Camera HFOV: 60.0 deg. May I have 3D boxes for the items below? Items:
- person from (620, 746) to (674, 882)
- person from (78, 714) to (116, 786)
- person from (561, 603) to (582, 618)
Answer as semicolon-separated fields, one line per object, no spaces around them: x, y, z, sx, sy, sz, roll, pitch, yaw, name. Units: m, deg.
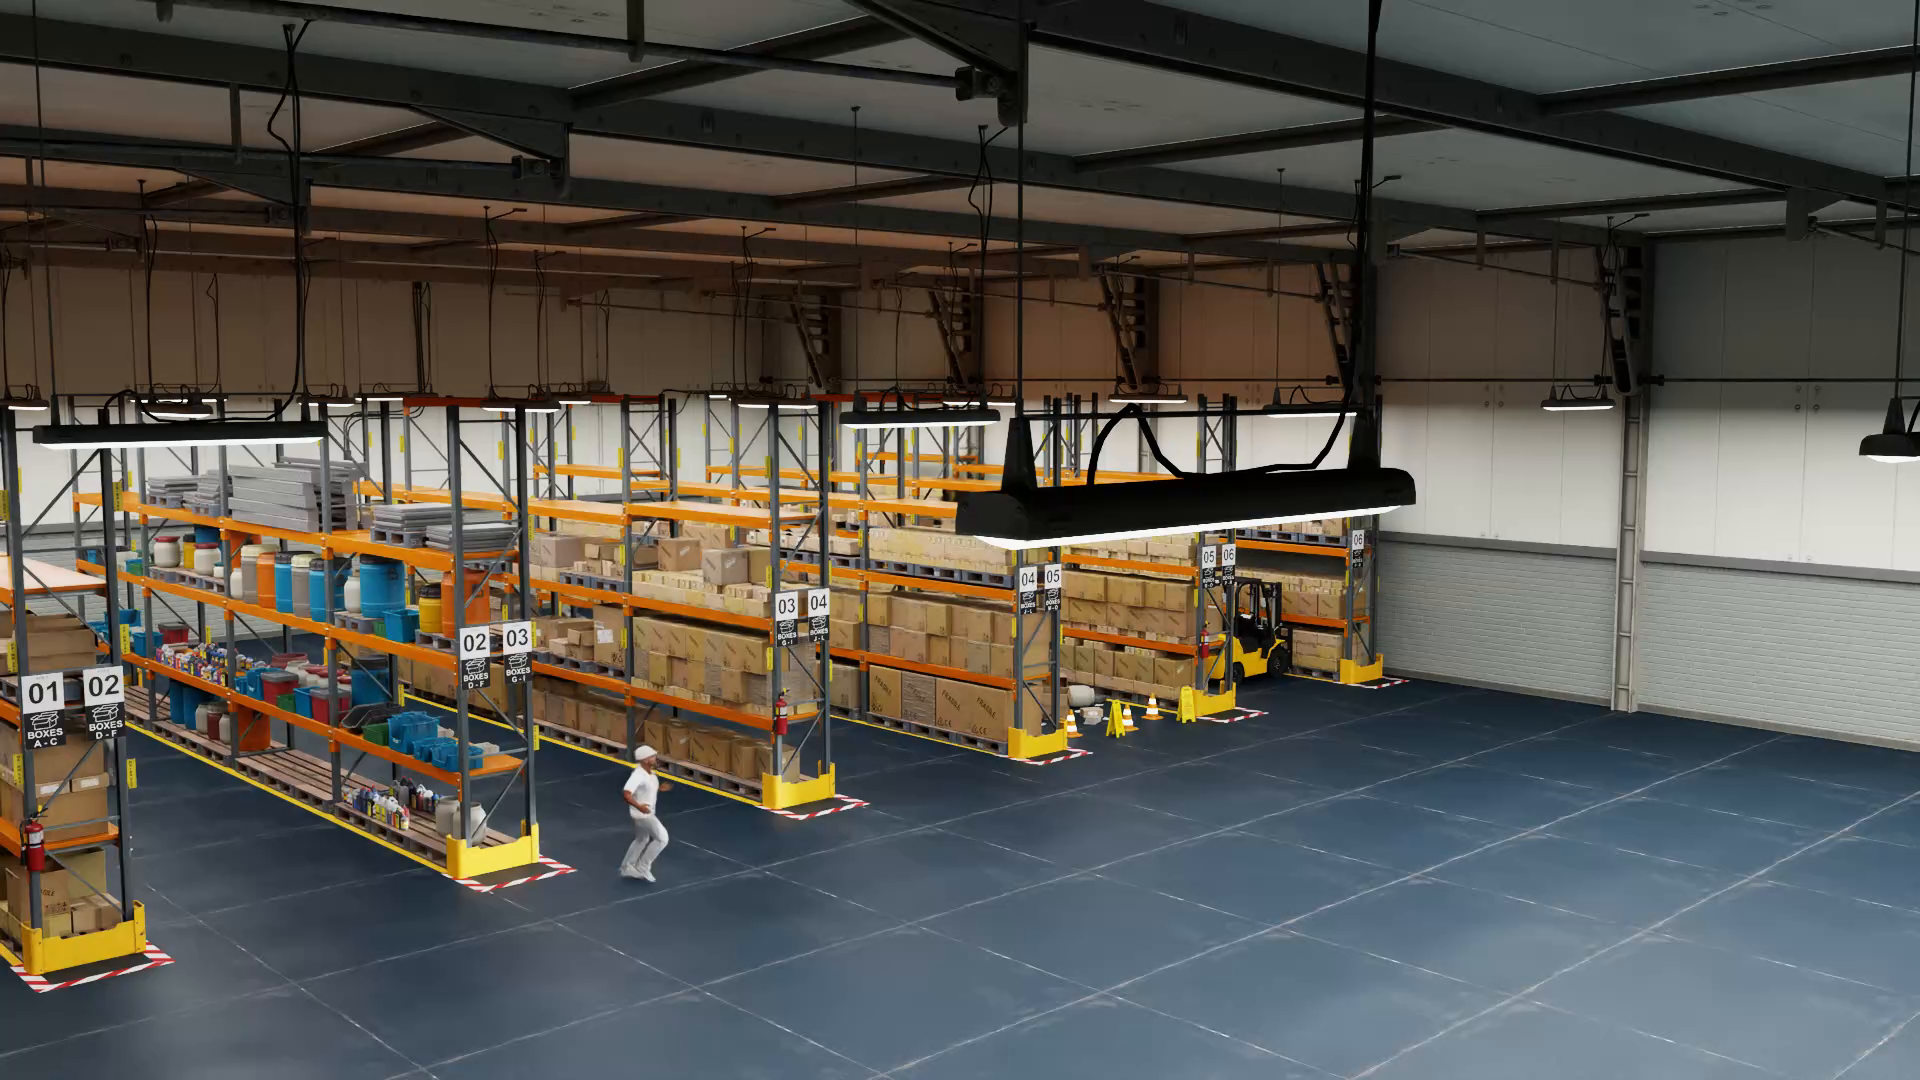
-3.939;3.454;20.899;0.697;1.777;0.699;-1;6;-10;person
-13.425;2.956;25.965;0.640;1.852;0.795;-5;8;-43;person
-9.727;1.484;41.335;0.598;1.735;0.729;-5;8;-43;person
